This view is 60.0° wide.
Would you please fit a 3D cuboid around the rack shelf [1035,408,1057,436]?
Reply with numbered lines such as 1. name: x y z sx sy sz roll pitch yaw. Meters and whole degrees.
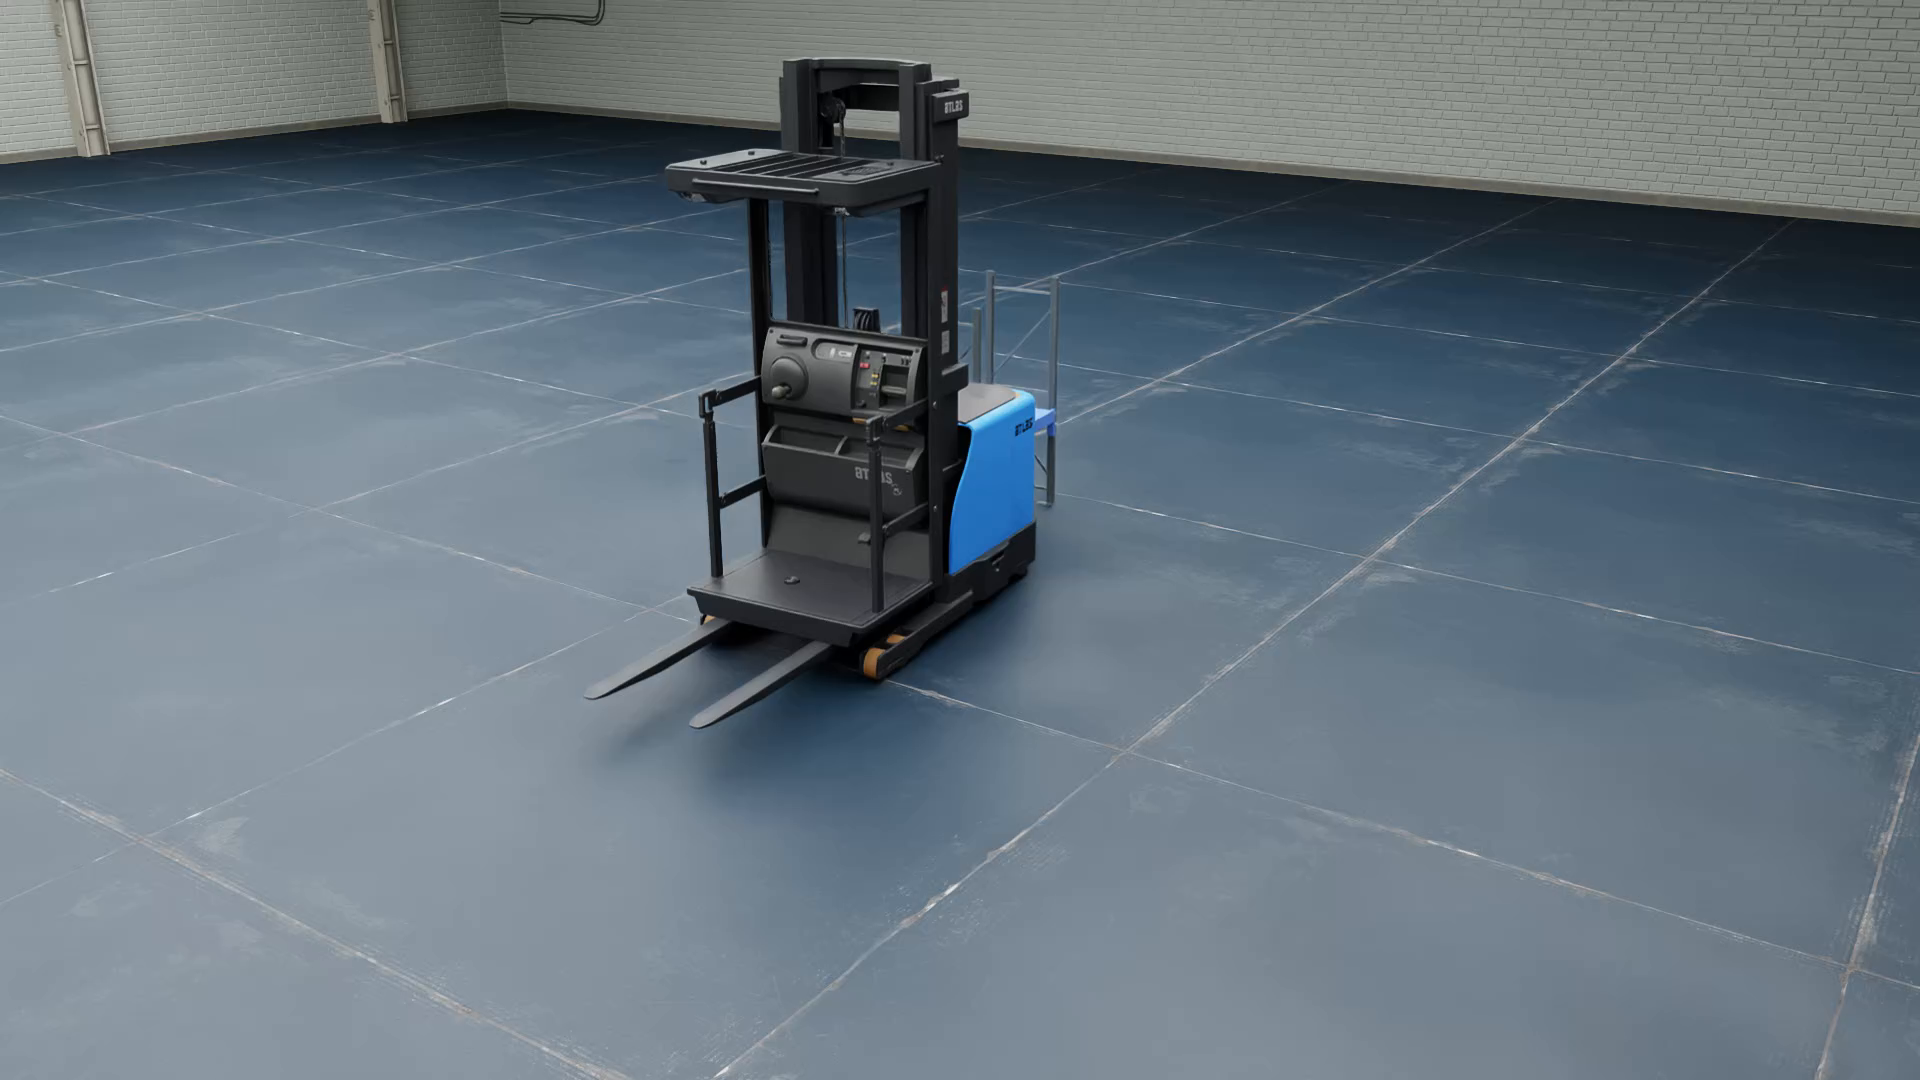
1. rack shelf: 0.145 -0.650 10.379 0.538 0.185 1.000 11 23 27

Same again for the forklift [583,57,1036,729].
1. forklift: -0.713 -0.846 8.327 1.130 2.935 3.031 11 23 27

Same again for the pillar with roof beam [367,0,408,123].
1. pillar with roof beam: -7.356 -11.456 28.263 9.100 9.000 0.400 13 24 32

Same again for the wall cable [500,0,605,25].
1. wall cable: -8.167 -11.426 32.660 3.097 2.526 0.112 13 24 32

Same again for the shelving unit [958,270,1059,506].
1. shelving unit: 0.145 -0.819 10.317 0.538 1.500 1.048 11 23 27

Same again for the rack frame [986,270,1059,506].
1. rack frame: 0.392 -0.973 10.734 0.500 1.500 0.032 11 23 27

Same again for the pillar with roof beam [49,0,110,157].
1. pillar with roof beam: -10.729 -9.734 23.609 9.100 9.000 0.400 13 24 32

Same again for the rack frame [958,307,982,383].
1. rack frame: -0.101 -0.665 9.900 0.500 1.500 0.032 11 23 27
